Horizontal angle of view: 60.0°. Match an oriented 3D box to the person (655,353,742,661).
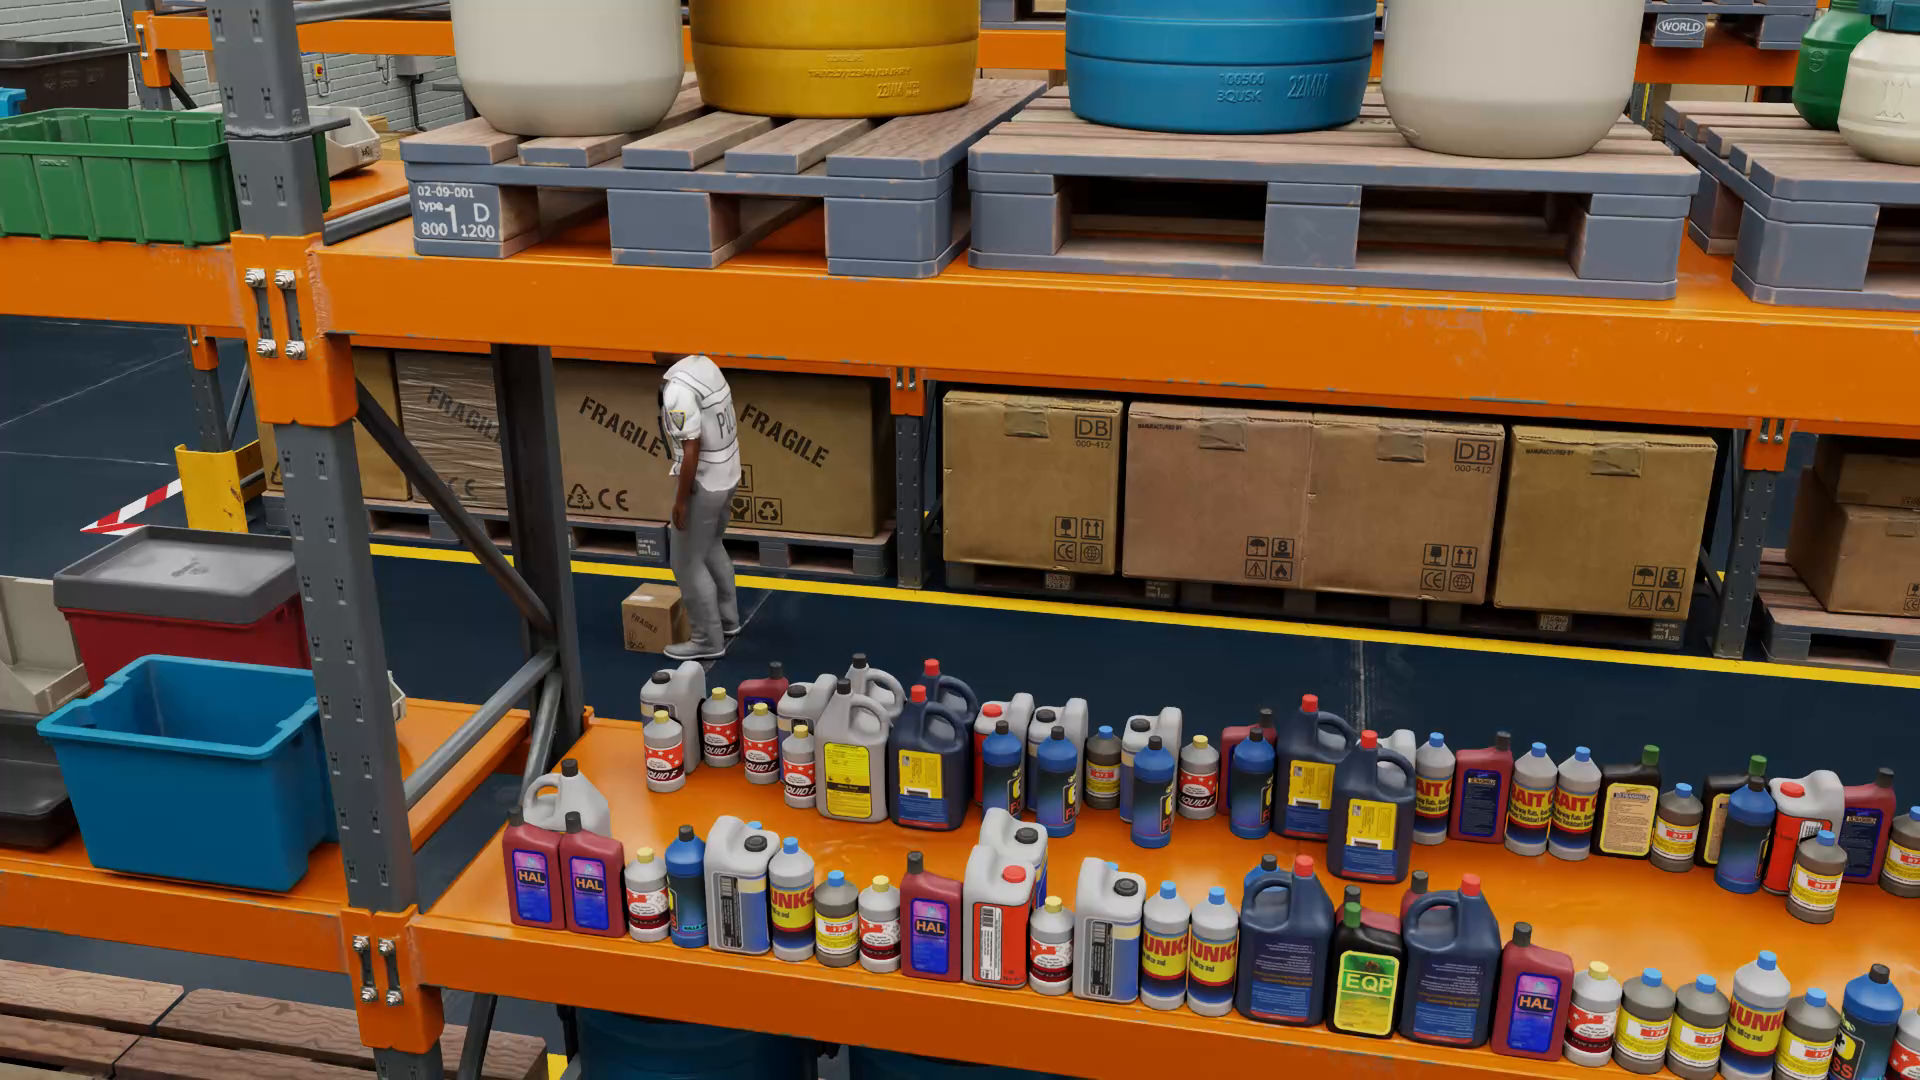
[{"bbox_3d":[-1.221,-0.259,7.742,0.397,1.656,0.503,4,22,11],"label":"person"}]
